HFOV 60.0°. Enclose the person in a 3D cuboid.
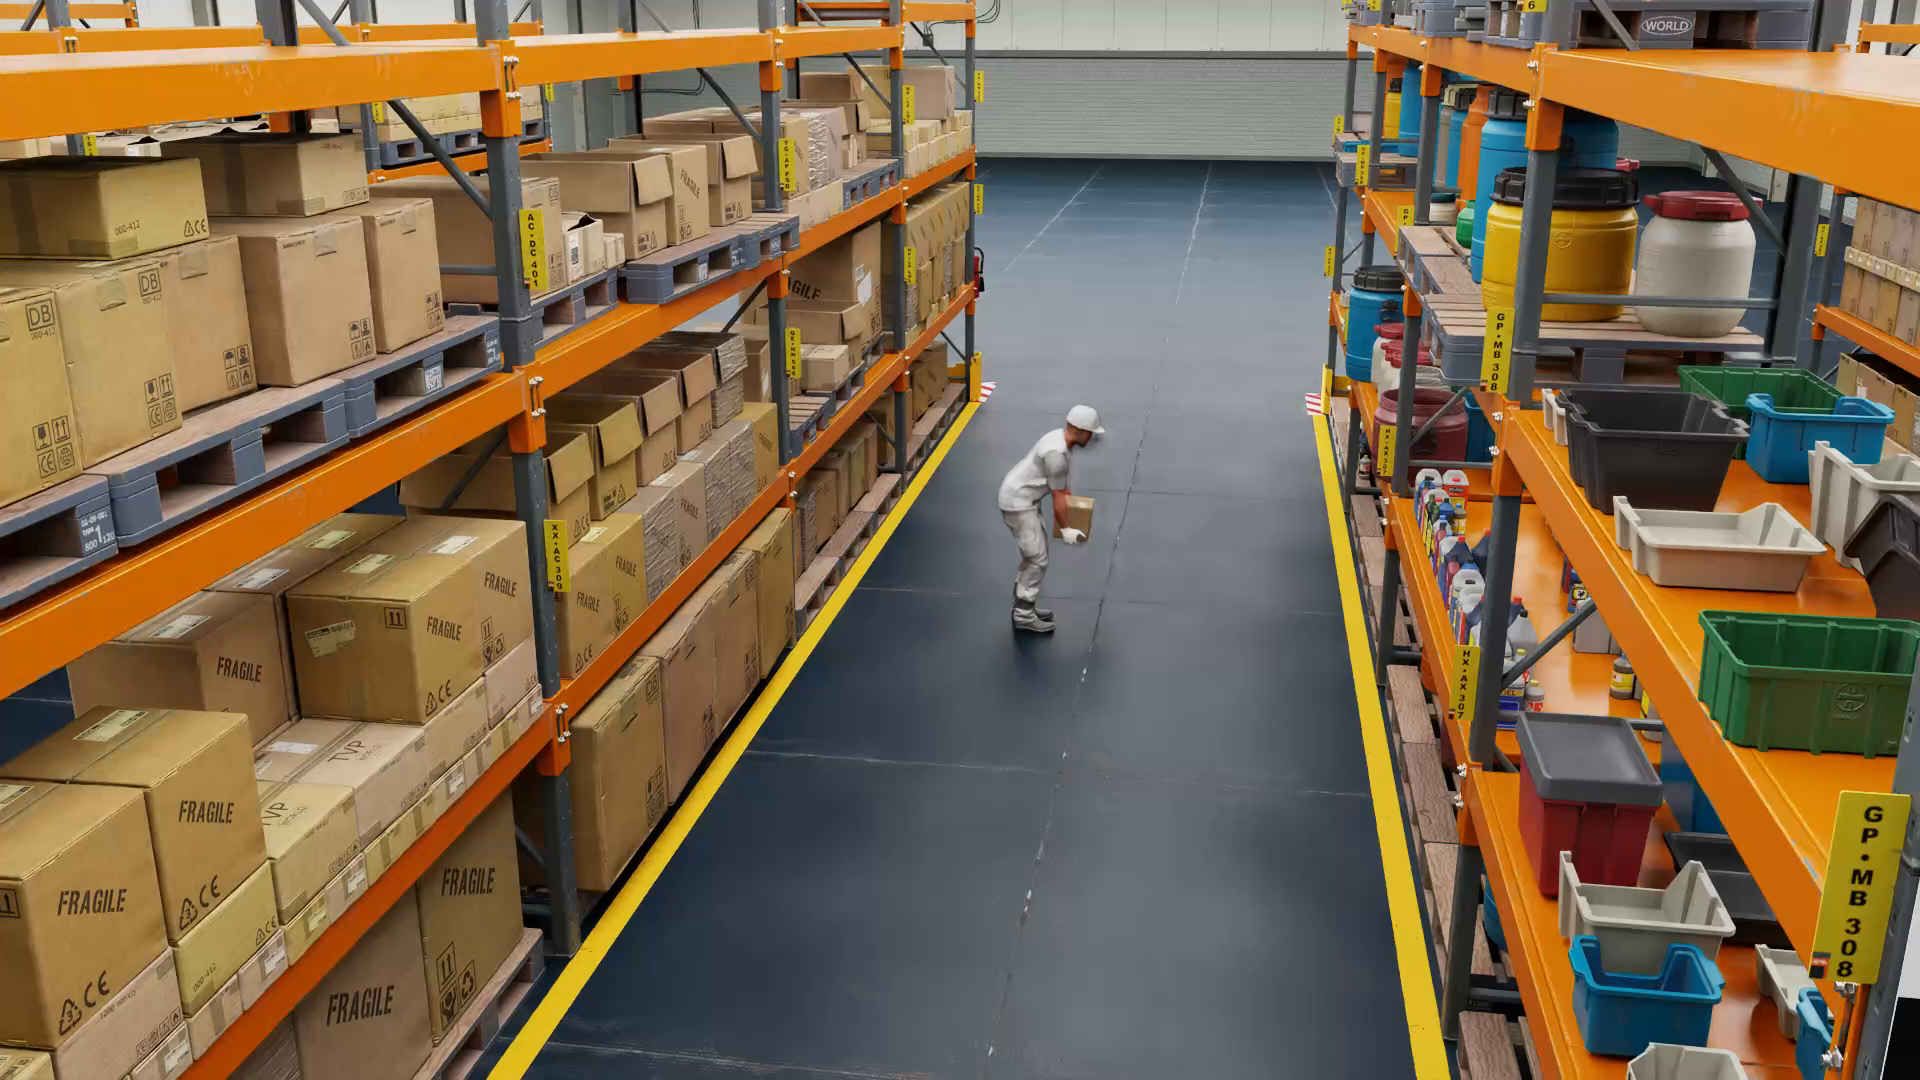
[{"bbox_3d":[0.636,-0.163,11.784,0.739,1.628,0.484,2,18,8],"label":"person"}]
